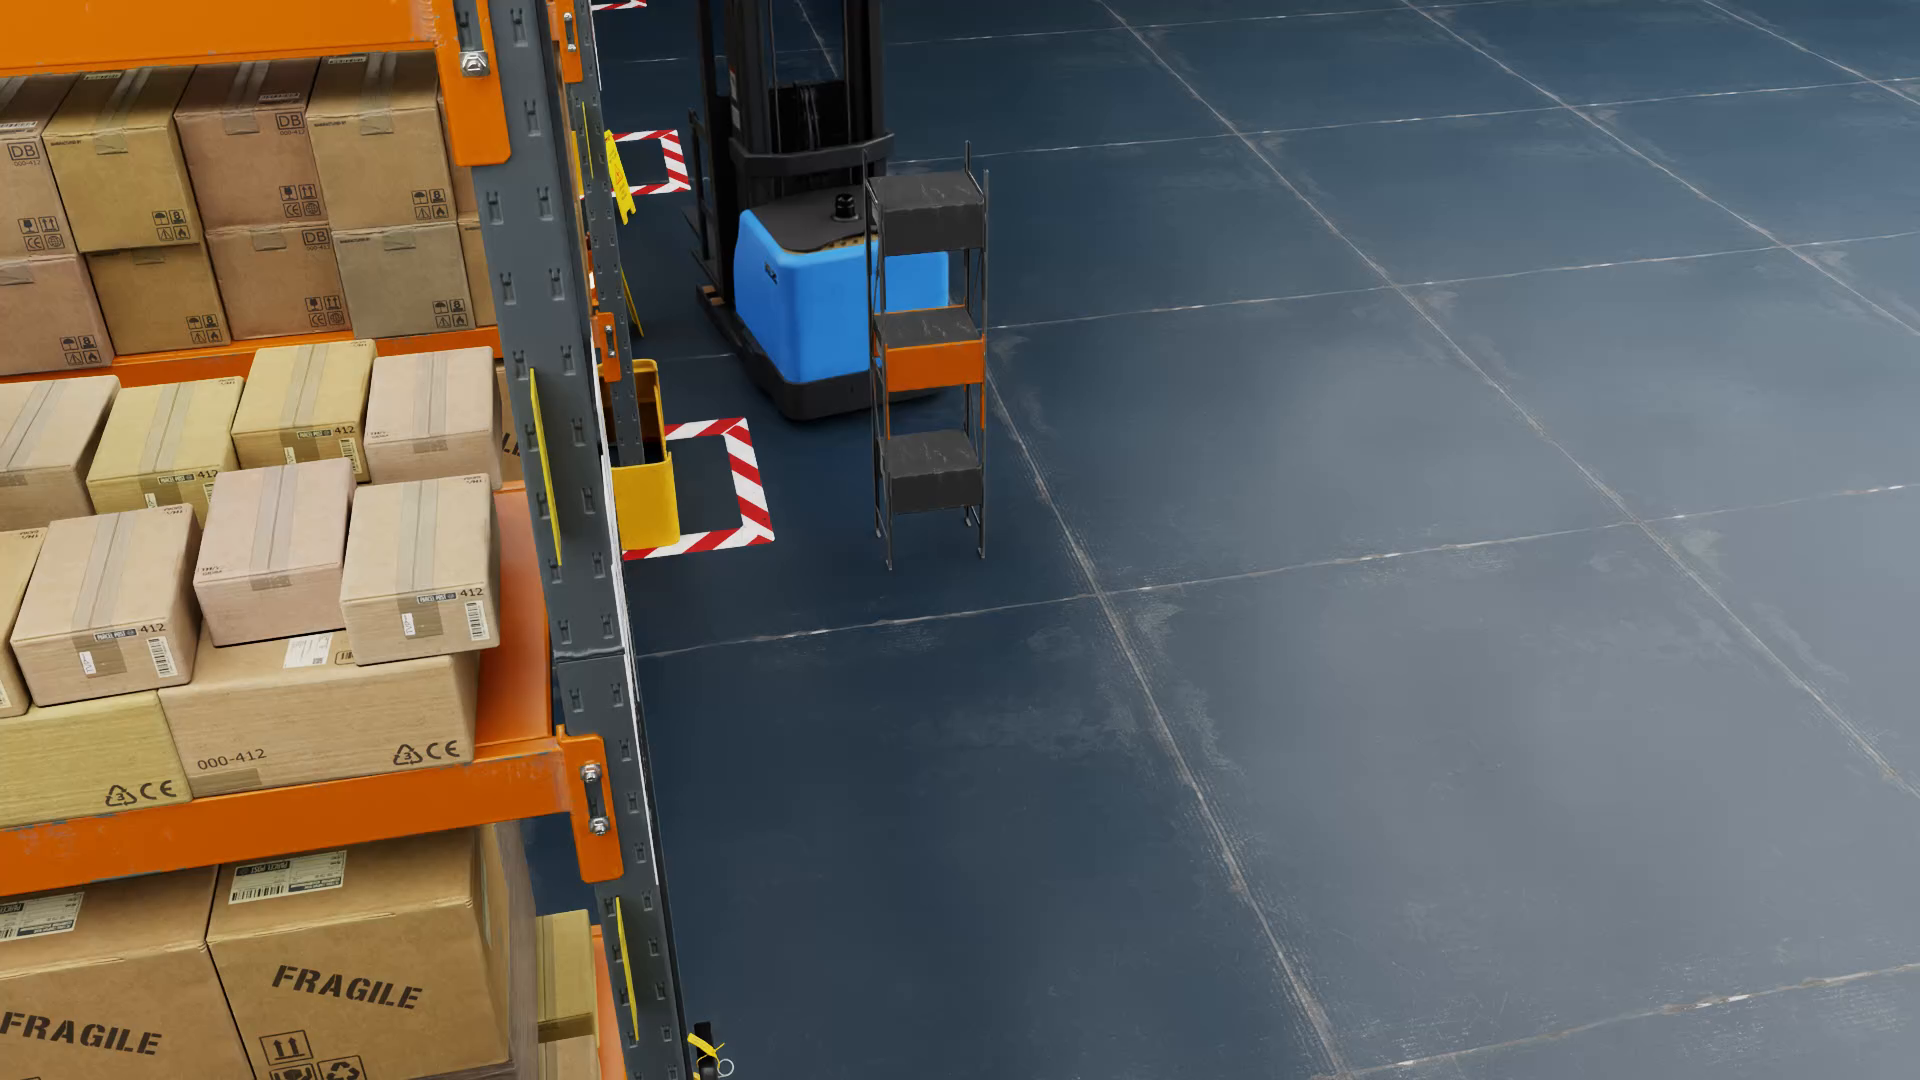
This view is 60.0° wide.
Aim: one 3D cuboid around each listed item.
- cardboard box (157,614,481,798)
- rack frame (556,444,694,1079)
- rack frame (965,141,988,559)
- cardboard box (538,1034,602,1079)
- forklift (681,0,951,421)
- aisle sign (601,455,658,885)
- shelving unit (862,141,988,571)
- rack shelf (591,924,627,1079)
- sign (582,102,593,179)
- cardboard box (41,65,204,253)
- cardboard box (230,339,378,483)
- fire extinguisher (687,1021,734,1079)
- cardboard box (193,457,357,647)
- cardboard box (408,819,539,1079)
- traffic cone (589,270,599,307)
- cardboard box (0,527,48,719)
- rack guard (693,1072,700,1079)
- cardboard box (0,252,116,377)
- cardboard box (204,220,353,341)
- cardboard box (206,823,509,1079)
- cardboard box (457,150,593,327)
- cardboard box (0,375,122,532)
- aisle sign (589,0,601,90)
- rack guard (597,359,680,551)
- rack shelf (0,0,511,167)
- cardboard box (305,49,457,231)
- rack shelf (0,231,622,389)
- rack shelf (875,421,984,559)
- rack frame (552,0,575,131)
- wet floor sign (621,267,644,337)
[{"bbox_3d":[-1.200,0.206,3.194,0.500,0.250,0.500,-6,34,-9],"label":"cardboard box"},{"bbox_3d":[-0.786,1.192,4.282,0.127,3.000,1.000,-7,35,-11],"label":"rack frame"},{"bbox_3d":[0.077,-0.882,8.179,0.015,2.100,0.400,-7,35,-11],"label":"rack frame"},{"bbox_3d":[-1.019,1.443,4.133,0.250,0.149,0.380,-7,35,-11],"label":"cardboard box"},{"bbox_3d":[-1.095,-2.722,10.175,1.130,2.935,3.031,-13,36,-19],"label":"forklift"},{"bbox_3d":[-0.660,0.268,3.326,0.004,0.787,0.394,-7,35,-11],"label":"aisle sign"},{"bbox_3d":[-0.161,-0.852,8.135,0.503,2.100,0.431,-7,35,-11],"label":"shelving unit"},{"bbox_3d":[-2.737,1.736,4.116,4.000,0.370,1.077,-7,35,-11],"label":"rack shelf"},{"bbox_3d":[-1.676,-1.799,7.487,0.005,0.325,0.100,-7,35,-11],"label":"sign"},{"bbox_3d":[-3.733,-1.754,7.568,0.500,0.550,0.875,-7,35,-11],"label":"cardboard box"},{"bbox_3d":[-1.380,-0.270,3.545,0.250,0.149,0.380,-6,34,-10],"label":"cardboard box"},{"bbox_3d":[-0.573,1.460,3.951,0.183,0.674,0.296,-7,35,-11],"label":"fire extinguisher"},{"bbox_3d":[-1.268,0.015,3.121,0.250,0.149,0.380,-8,35,-12],"label":"cardboard box"},{"bbox_3d":[-1.329,1.079,4.093,0.500,0.500,0.875,-7,35,-11],"label":"cardboard box"},{"bbox_3d":[-2.531,-1.825,11.055,0.334,0.463,0.336,-7,35,-11],"label":"traffic cone"},{"bbox_3d":[-1.750,0.152,2.917,0.250,0.149,0.380,-7,34,-10],"label":"cardboard box"},{"bbox_3d":[-0.860,2.239,4.965,0.348,0.500,1.175,-7,35,-11],"label":"rack guard"},{"bbox_3d":[-4.242,-1.221,7.743,0.550,0.550,0.875,-7,35,-11],"label":"cardboard box"},{"bbox_3d":[-3.239,-1.428,8.052,0.550,0.550,0.875,-7,35,-11],"label":"cardboard box"},{"bbox_3d":[-1.268,0.813,3.592,0.500,0.500,0.500,-7,35,-11],"label":"cardboard box"},{"bbox_3d":[-2.134,-1.508,8.171,0.550,0.550,0.875,-7,35,-11],"label":"cardboard box"},{"bbox_3d":[-1.881,-0.177,3.406,0.250,0.149,0.380,-6,34,-9],"label":"cardboard box"},{"bbox_3d":[-1.646,-2.442,7.363,0.004,0.787,0.394,-7,35,-11],"label":"aisle sign"},{"bbox_3d":[-1.758,-0.481,9.019,0.348,0.500,1.175,-7,35,-11],"label":"rack guard"},{"bbox_3d":[-2.737,-0.753,2.445,4.000,0.370,1.077,-7,35,-11],"label":"rack shelf"},{"bbox_3d":[-2.668,-1.885,7.763,0.550,0.550,0.875,-7,35,-11],"label":"cardboard box"},{"bbox_3d":[-3.733,-0.972,8.152,4.000,0.370,1.077,-7,35,-11],"label":"rack shelf"},{"bbox_3d":[-0.161,-0.259,8.532,0.480,0.518,0.431,-7,35,-11],"label":"rack shelf"},{"bbox_3d":[-2.972,-4.194,12.308,0.127,3.000,1.000,-7,35,-11],"label":"rack frame"},{"bbox_3d":[-2.190,-1.618,10.583,0.232,0.644,0.267,-13,36,-19],"label":"wet floor sign"}]
